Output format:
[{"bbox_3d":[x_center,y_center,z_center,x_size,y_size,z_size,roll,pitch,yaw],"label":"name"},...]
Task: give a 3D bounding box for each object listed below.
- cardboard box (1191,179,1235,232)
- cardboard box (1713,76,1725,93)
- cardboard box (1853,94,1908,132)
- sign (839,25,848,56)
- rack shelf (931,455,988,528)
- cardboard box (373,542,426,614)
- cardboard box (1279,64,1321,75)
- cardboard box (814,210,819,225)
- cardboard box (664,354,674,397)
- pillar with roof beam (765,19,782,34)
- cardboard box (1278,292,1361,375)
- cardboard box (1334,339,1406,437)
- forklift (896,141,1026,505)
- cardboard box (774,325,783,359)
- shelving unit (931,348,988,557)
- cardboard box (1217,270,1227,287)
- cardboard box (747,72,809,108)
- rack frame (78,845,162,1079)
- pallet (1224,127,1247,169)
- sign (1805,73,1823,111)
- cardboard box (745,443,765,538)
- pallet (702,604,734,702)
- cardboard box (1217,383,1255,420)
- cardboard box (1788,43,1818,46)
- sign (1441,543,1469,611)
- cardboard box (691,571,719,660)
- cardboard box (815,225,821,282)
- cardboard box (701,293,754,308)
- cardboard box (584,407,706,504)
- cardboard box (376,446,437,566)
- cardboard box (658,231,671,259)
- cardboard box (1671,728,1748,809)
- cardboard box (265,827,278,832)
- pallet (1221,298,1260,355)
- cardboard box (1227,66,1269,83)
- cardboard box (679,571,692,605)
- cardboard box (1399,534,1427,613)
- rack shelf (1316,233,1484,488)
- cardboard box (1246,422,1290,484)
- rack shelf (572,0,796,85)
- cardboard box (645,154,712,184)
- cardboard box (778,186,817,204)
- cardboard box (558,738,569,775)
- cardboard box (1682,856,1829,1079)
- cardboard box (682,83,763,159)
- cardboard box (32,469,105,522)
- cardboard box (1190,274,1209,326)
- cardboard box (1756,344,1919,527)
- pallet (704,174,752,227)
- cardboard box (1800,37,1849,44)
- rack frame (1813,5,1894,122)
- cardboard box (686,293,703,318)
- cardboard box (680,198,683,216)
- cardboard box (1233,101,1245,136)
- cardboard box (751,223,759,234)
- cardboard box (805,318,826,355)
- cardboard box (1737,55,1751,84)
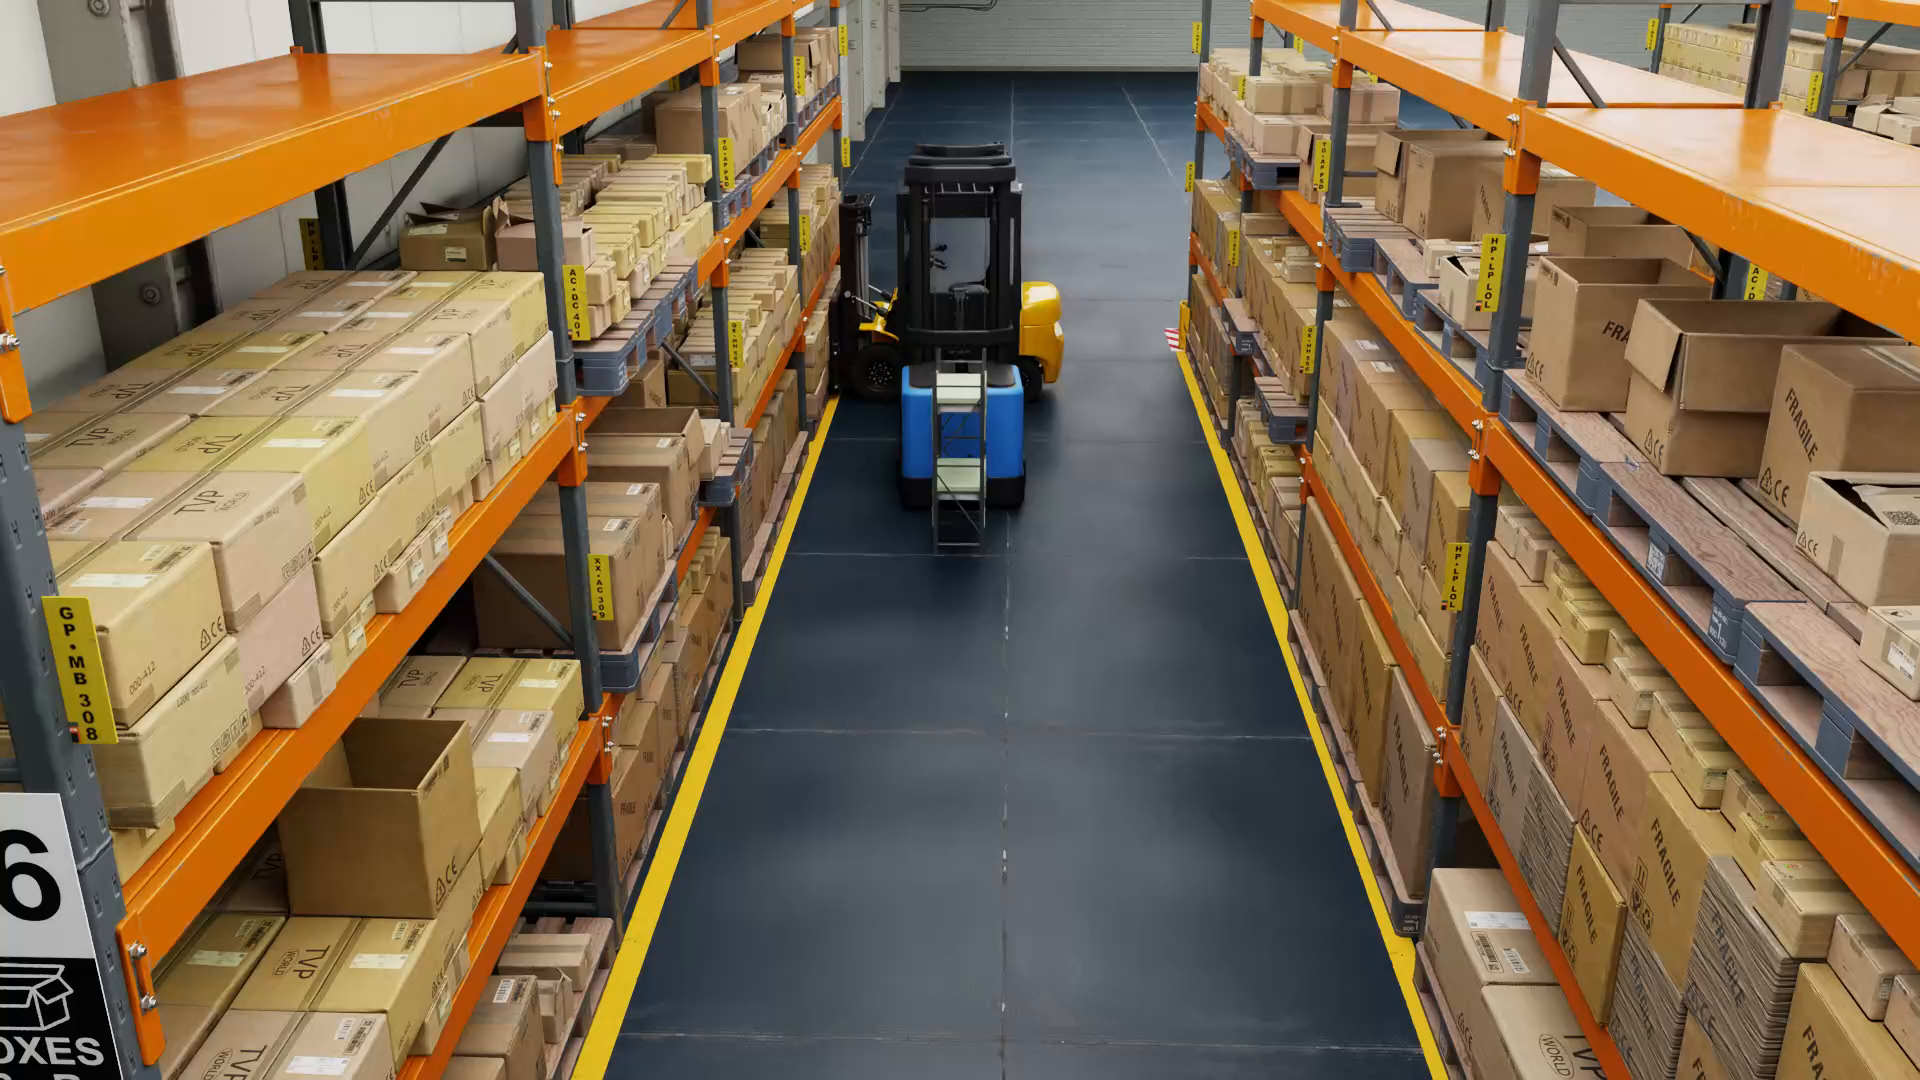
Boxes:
[{"bbox_3d":[2.841,-3.684,18.329,0.500,0.500,0.500,0,21,1],"label":"cardboard box"},{"bbox_3d":[7.707,-4.504,16.473,0.380,0.149,0.250,1,21,2],"label":"cardboard box"},{"bbox_3d":[7.694,-3.566,13.893,0.258,0.266,0.396,0,21,1],"label":"cardboard box"},{"bbox_3d":[-1.287,-5.484,18.255,0.100,0.325,0.005,1,21,2],"label":"sign"},{"bbox_3d":[0.000,-0.398,13.382,0.431,0.370,0.720,1,21,2],"label":"rack shelf"},{"bbox_3d":[-1.930,0.117,5.281,0.380,0.149,0.250,1,21,2],"label":"cardboard box"},{"bbox_3d":[3.312,-4.547,16.201,0.380,0.149,0.250,1,21,3],"label":"cardboard box"},{"bbox_3d":[-1.610,-3.198,16.590,0.380,0.149,0.250,0,21,0],"label":"cardboard box"},{"bbox_3d":[-2.336,-1.157,11.880,0.500,0.250,0.500,1,21,3],"label":"cardboard box"},{"bbox_3d":[1.735,-8.398,22.732,9.100,9.000,0.400,1,21,2],"label":"pillar with roof beam"},{"bbox_3d":[2.630,-1.510,12.145,0.500,0.500,0.500,0,21,1],"label":"cardboard box"},{"bbox_3d":[2.625,-0.933,10.265,0.500,0.500,0.500,1,21,2],"label":"cardboard box"},{"bbox_3d":[-0.017,-2.146,15.008,1.130,2.935,3.031,-1,21,-2],"label":"forklift"},{"bbox_3d":[-1.760,-1.658,13.864,0.500,0.250,0.500,1,21,2],"label":"cardboard box"},{"bbox_3d":[0.000,-0.702,13.264,0.431,1.500,0.755,1,21,2],"label":"shelving unit"},{"bbox_3d":[2.744,-2.591,16.407,0.380,0.149,0.250,0,21,1],"label":"cardboard box"},{"bbox_3d":[-1.682,-4.172,15.392,0.500,0.311,0.500,1,21,3],"label":"cardboard box"},{"bbox_3d":[-2.315,2.064,4.062,1.000,3.000,0.127,1,21,2],"label":"rack frame"},{"bbox_3d":[2.886,-3.310,14.026,1.213,0.211,1.003,1,21,2],"label":"pallet"},{"bbox_3d":[7.407,-3.885,14.424,0.100,0.325,0.005,1,21,2],"label":"sign"},{"bbox_3d":[-2.027,-0.379,13.060,0.875,0.625,0.625,1,21,3],"label":"cardboard box"},{"bbox_3d":[-2.133,0.741,11.326,1.003,0.211,1.213,1,21,2],"label":"pallet"},{"bbox_3d":[2.760,-1.352,16.087,0.500,0.250,0.500,2,21,4],"label":"cardboard box"},{"bbox_3d":[7.678,-4.507,15.377,0.380,0.149,0.250,1,21,3],"label":"cardboard box"},{"bbox_3d":[2.225,0.166,7.463,0.100,0.325,0.005,1,21,2],"label":"sign"},{"bbox_3d":[-1.896,0.478,11.027,0.500,0.500,0.500,0,21,1],"label":"cardboard box"},{"bbox_3d":[-1.662,-2.850,16.590,0.500,0.500,0.500,0,21,1],"label":"cardboard box"},{"bbox_3d":[-1.828,-1.851,13.118,0.380,0.149,0.250,1,21,2],"label":"cardboard box"},{"bbox_3d":[-1.937,-0.480,9.896,0.797,0.503,0.637,0,21,0],"label":"cardboard box"},{"bbox_3d":[-2.013,-0.116,5.332,0.500,0.250,0.500,0,21,1],"label":"cardboard box"},{"bbox_3d":[-1.766,-1.565,8.898,0.380,0.149,0.250,1,21,3],"label":"cardboard box"},{"bbox_3d":[2.441,0.709,5.139,0.380,0.149,0.250,1,21,3],"label":"cardboard box"},{"bbox_3d":[-2.505,1.093,6.360,0.500,0.250,0.500,1,21,3],"label":"cardboard box"},{"bbox_3d":[2.842,-1.857,14.433,1.003,0.211,1.213,1,21,2],"label":"pallet"},{"bbox_3d":[2.775,-4.461,15.978,0.380,0.149,0.250,1,21,2],"label":"cardboard box"},{"bbox_3d":[-1.917,0.309,10.564,0.380,0.149,0.250,1,21,3],"label":"cardboard box"},{"bbox_3d":[2.546,0.165,8.472,0.500,0.250,0.500,1,21,3],"label":"cardboard box"},{"bbox_3d":[2.829,-1.115,9.103,1.077,0.370,4.000,1,21,2],"label":"rack shelf"},{"bbox_3d":[2.979,-0.742,14.347,0.950,0.372,0.625,2,21,5],"label":"cardboard box"},{"bbox_3d":[-2.011,-3.826,12.498,1.077,0.370,4.000,1,21,2],"label":"rack shelf"},{"bbox_3d":[-1.787,-2.354,10.546,0.380,0.149,0.250,1,21,3],"label":"cardboard box"},{"bbox_3d":[-1.670,-3.522,17.013,0.380,0.149,0.250,1,21,2],"label":"cardboard box"},{"bbox_3d":[-1.937,0.948,7.287,0.380,0.149,0.250,1,21,3],"label":"cardboard box"},{"bbox_3d":[2.409,1.239,4.669,0.500,0.500,0.500,1,21,2],"label":"cardboard box"},{"bbox_3d":[-1.776,-3.143,12.478,0.500,0.500,0.500,1,21,3],"label":"cardboard box"},{"bbox_3d":[-2.564,0.012,4.309,0.500,0.250,0.500,0,21,0],"label":"cardboard box"},{"bbox_3d":[2.832,-2.634,18.354,0.500,0.500,0.500,0,21,0],"label":"cardboard box"},{"bbox_3d":[2.857,-0.297,5.144,0.500,0.500,0.500,1,21,3],"label":"cardboard box"},{"bbox_3d":[-2.141,-2.385,11.643,1.213,0.211,1.003,2,21,4],"label":"pallet"},{"bbox_3d":[8.359,-4.777,16.072,0.380,0.149,0.250,1,21,1],"label":"cardboard box"},{"bbox_3d":[7.962,-5.000,13.975,1.000,3.000,0.127,1,21,2],"label":"rack frame"},{"bbox_3d":[-2.237,-1.852,13.121,0.380,0.149,0.250,1,21,3],"label":"cardboard box"},{"bbox_3d":[-1.903,-2.023,10.107,0.380,0.149,0.250,1,21,3],"label":"cardboard box"},{"bbox_3d":[2.593,-3.539,13.982,0.500,0.250,0.500,0,21,0],"label":"cardboard box"},{"bbox_3d":[-2.138,-3.112,16.368,0.380,0.149,0.250,1,21,3],"label":"cardboard box"},{"bbox_3d":[-1.596,-2.011,16.403,0.500,0.250,0.500,1,21,2],"label":"cardboard box"},{"bbox_3d":[7.753,-4.457,15.800,0.500,0.250,0.500,0,21,1],"label":"cardboard box"}]
